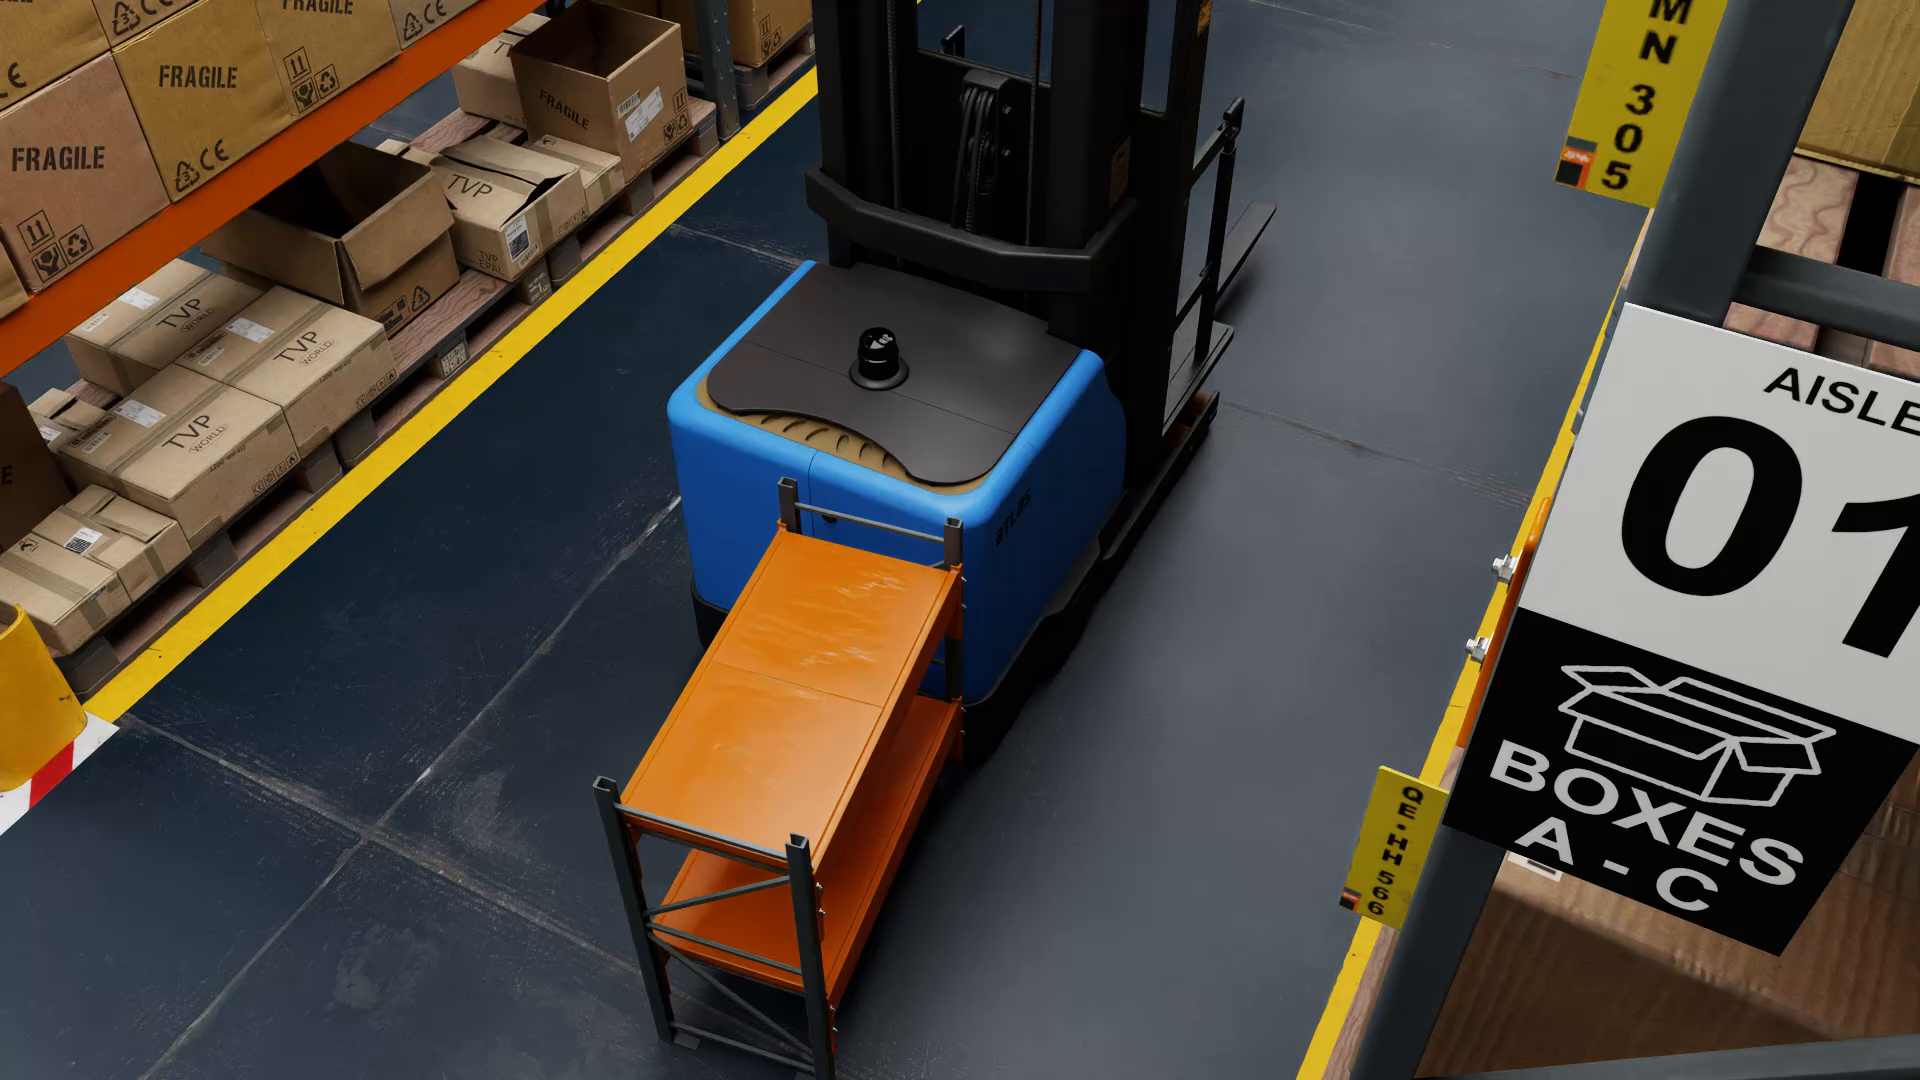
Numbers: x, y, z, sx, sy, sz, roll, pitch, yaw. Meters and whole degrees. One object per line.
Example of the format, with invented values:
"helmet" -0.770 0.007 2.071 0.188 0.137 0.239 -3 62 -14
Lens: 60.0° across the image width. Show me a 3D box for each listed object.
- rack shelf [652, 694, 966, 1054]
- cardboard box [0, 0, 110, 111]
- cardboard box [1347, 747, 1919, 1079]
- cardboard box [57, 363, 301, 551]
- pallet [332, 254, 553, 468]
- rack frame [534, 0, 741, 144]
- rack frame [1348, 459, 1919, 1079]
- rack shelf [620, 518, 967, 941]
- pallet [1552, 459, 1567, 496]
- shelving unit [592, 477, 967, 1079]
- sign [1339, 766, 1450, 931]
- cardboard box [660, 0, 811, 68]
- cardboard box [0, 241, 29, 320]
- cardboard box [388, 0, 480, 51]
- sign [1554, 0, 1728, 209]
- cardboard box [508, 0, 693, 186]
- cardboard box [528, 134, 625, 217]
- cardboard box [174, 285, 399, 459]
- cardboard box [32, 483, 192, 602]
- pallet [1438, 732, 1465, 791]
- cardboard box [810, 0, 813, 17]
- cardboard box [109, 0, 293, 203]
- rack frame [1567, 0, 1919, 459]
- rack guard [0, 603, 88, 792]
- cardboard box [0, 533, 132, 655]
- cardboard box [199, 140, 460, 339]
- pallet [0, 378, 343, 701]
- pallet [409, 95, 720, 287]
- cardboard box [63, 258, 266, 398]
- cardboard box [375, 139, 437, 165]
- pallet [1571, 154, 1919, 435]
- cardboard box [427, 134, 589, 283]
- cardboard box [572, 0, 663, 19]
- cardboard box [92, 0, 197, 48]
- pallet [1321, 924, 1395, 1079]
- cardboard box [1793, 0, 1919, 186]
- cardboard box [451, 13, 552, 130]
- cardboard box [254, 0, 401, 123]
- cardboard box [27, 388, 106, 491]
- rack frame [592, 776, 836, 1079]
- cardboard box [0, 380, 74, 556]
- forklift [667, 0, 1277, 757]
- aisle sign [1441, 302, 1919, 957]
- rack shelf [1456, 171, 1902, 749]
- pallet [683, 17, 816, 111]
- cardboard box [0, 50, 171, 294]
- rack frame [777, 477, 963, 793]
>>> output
"rack shelf" -0.398 0.811 4.501 0.538 0.278 1.000 14 47 13
"cardboard box" -2.654 -1.444 4.295 0.500 0.500 0.500 21 49 19
"cardboard box" 1.288 0.670 2.768 0.980 0.700 0.700 23 50 21
"cardboard box" -2.594 -0.285 5.546 0.500 0.250 0.500 20 49 19
"pallet" -2.357 -0.869 6.460 1.003 0.211 1.213 20 49 19
"rack frame" -1.473 -3.053 6.658 1.000 3.000 0.127 20 49 19
"rack frame" 1.060 1.100 2.553 1.000 3.000 0.127 20 49 19
"rack shelf" -0.398 0.434 4.119 0.538 0.278 1.000 14 47 13
"pallet" 2.495 0.014 5.588 1.003 0.211 1.213 20 49 19
"shelving unit" -0.398 0.639 4.327 0.538 1.125 1.048 14 47 13
"sign" 0.586 0.422 2.243 0.100 0.325 0.005 20 49 19
"cardboard box" -1.032 -2.553 7.612 0.500 0.500 0.500 18 48 17
"cardboard box" -2.890 -0.760 4.322 0.500 0.500 0.500 21 49 20
"cardboard box" -1.952 -2.039 5.585 0.500 0.500 0.500 22 49 20
"sign" 0.586 -0.425 1.385 0.100 0.325 0.005 20 49 19
"cardboard box" -1.486 -1.876 6.943 0.500 0.500 0.500 20 49 19
"cardboard box" -1.607 -1.496 6.815 0.380 0.149 0.250 20 49 19
"cardboard box" -2.361 -0.600 5.858 0.500 0.250 0.500 20 49 19
"cardboard box" -2.715 0.001 5.323 0.380 0.166 0.250 20 49 19
"pallet" 1.929 0.786 4.825 1.003 0.211 1.213 20 49 19
"cardboard box" -0.794 -2.893 7.948 0.500 0.500 0.500 21 49 20
"cardboard box" -2.419 -1.402 4.957 0.500 0.500 0.500 20 49 19
"rack frame" 1.060 -1.008 0.420 1.000 3.000 0.127 20 49 19
"rack guard" -3.294 0.298 5.104 1.175 0.500 0.348 20 49 19
"cardboard box" -2.831 0.164 5.174 0.380 0.149 0.250 20 49 19
"cardboard box" -2.340 -1.144 6.218 0.797 0.503 0.637 20 49 19
"pallet" -2.925 -0.103 5.703 1.003 0.211 1.213 20 49 19
"pallet" -1.792 -1.640 7.223 1.003 0.211 1.213 20 49 19
"cardboard box" -2.828 -0.733 5.990 0.500 0.250 0.500 20 49 19
"cardboard box" -2.252 -1.470 6.777 0.380 0.166 0.250 20 49 19
"pallet" 1.395 -0.394 1.983 1.003 0.211 1.213 20 49 19
"cardboard box" -1.834 -1.337 6.544 0.500 0.311 0.500 20 49 19
"cardboard box" -1.497 -2.734 7.791 0.500 0.500 0.500 20 49 19
"cardboard box" -2.417 -1.757 4.604 0.500 0.500 0.500 21 49 20
"pallet" 1.362 1.551 4.069 1.003 0.211 1.213 20 49 19
"cardboard box" 1.165 -0.633 1.897 0.500 0.250 0.500 22 49 20
"cardboard box" -1.859 -2.069 7.267 0.500 0.311 0.500 20 49 19
"cardboard box" -2.186 -1.717 5.267 0.500 0.500 0.500 21 49 20
"cardboard box" -3.027 -0.341 5.660 0.380 0.166 0.250 20 49 19
"rack frame" -0.563 0.981 3.989 0.500 1.125 0.032 14 47 13
"cardboard box" -3.295 -0.233 5.319 0.500 0.500 0.500 20 49 19
"forklift" 0.294 -1.426 5.099 1.130 2.935 3.031 21 49 19
"aisle sign" 0.761 0.133 1.682 0.394 0.787 0.004 20 49 19
"rack shelf" 1.988 -0.961 2.988 1.077 0.370 4.000 20 49 19
"pallet" -1.128 -2.597 8.169 1.003 0.211 1.213 20 49 19
"cardboard box" -2.655 -1.087 4.645 0.500 0.500 0.500 20 49 19
"rack frame" -0.233 0.298 4.665 0.500 1.125 0.032 14 47 13
